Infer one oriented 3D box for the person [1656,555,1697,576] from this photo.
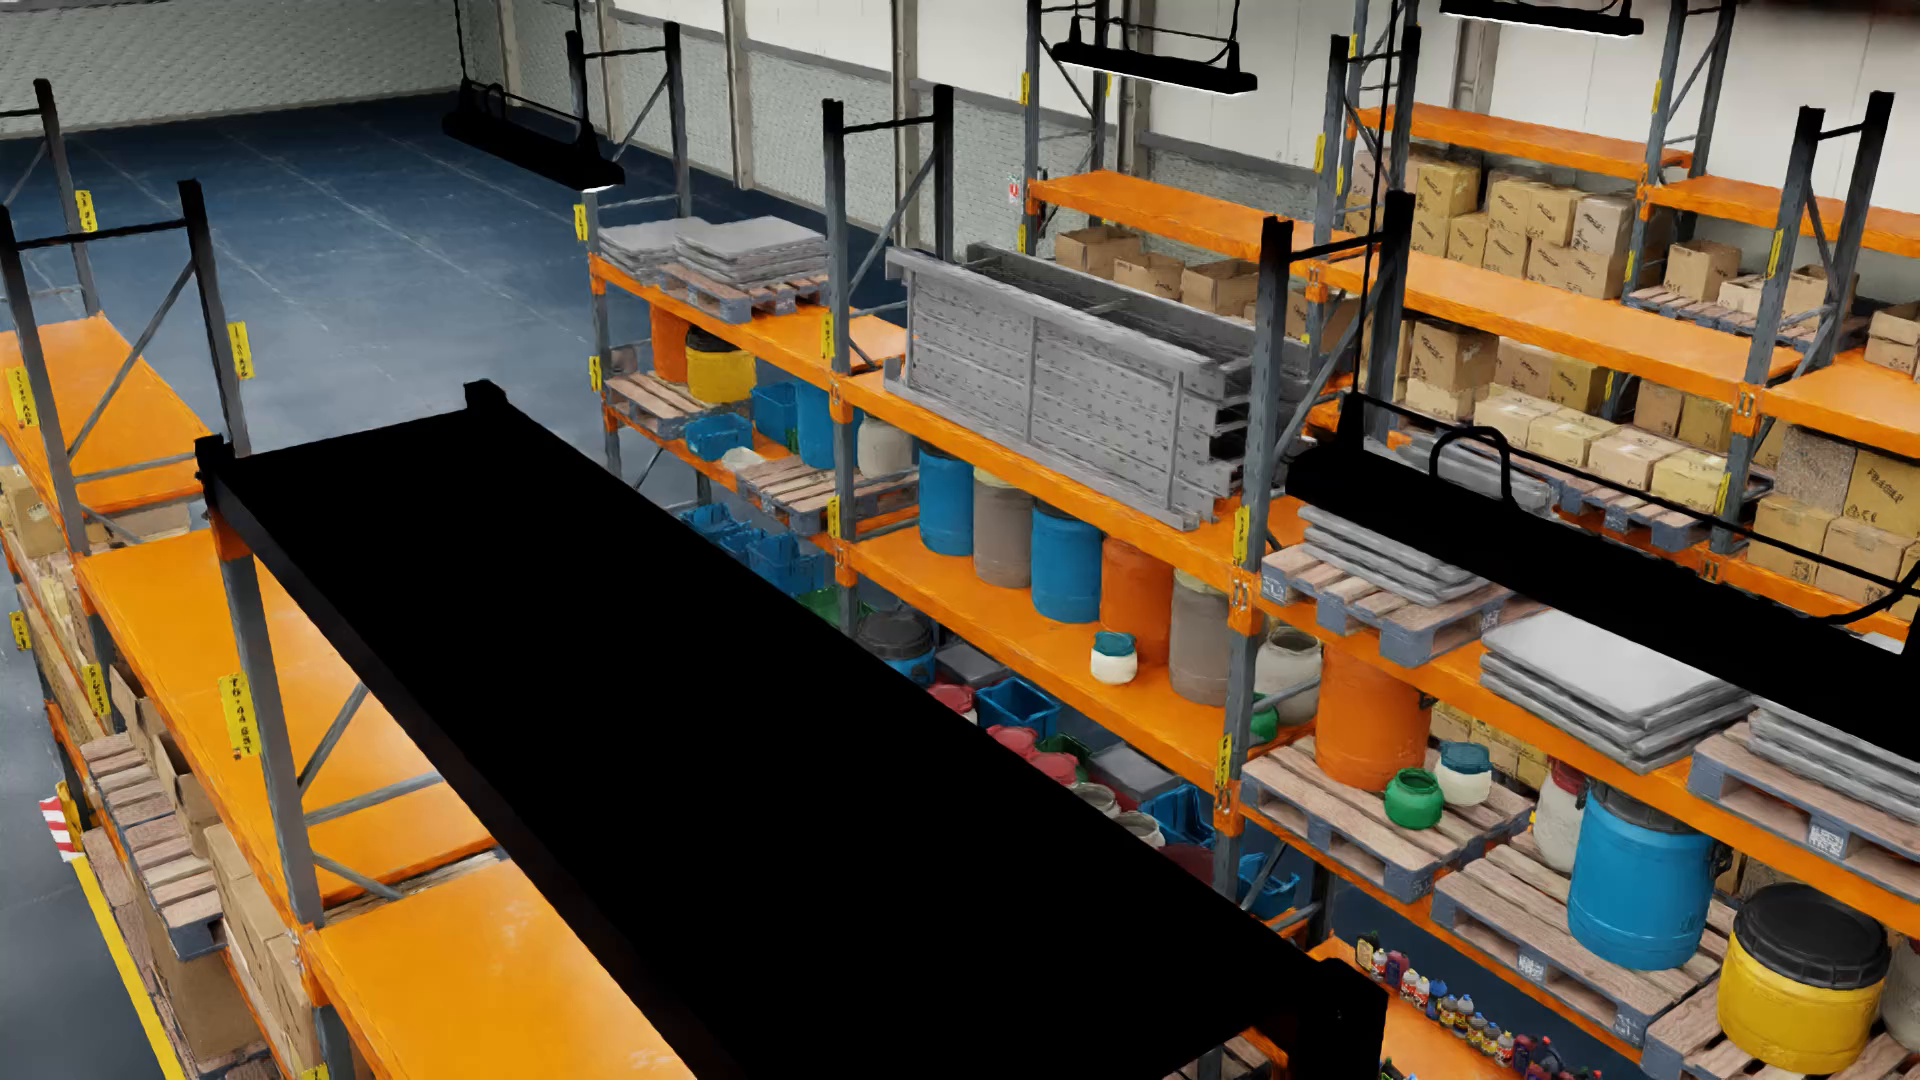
[{"bbox_3d":[7.273,0.109,16.810,0.506,1.602,0.420,13,28,26],"label":"person"}]
